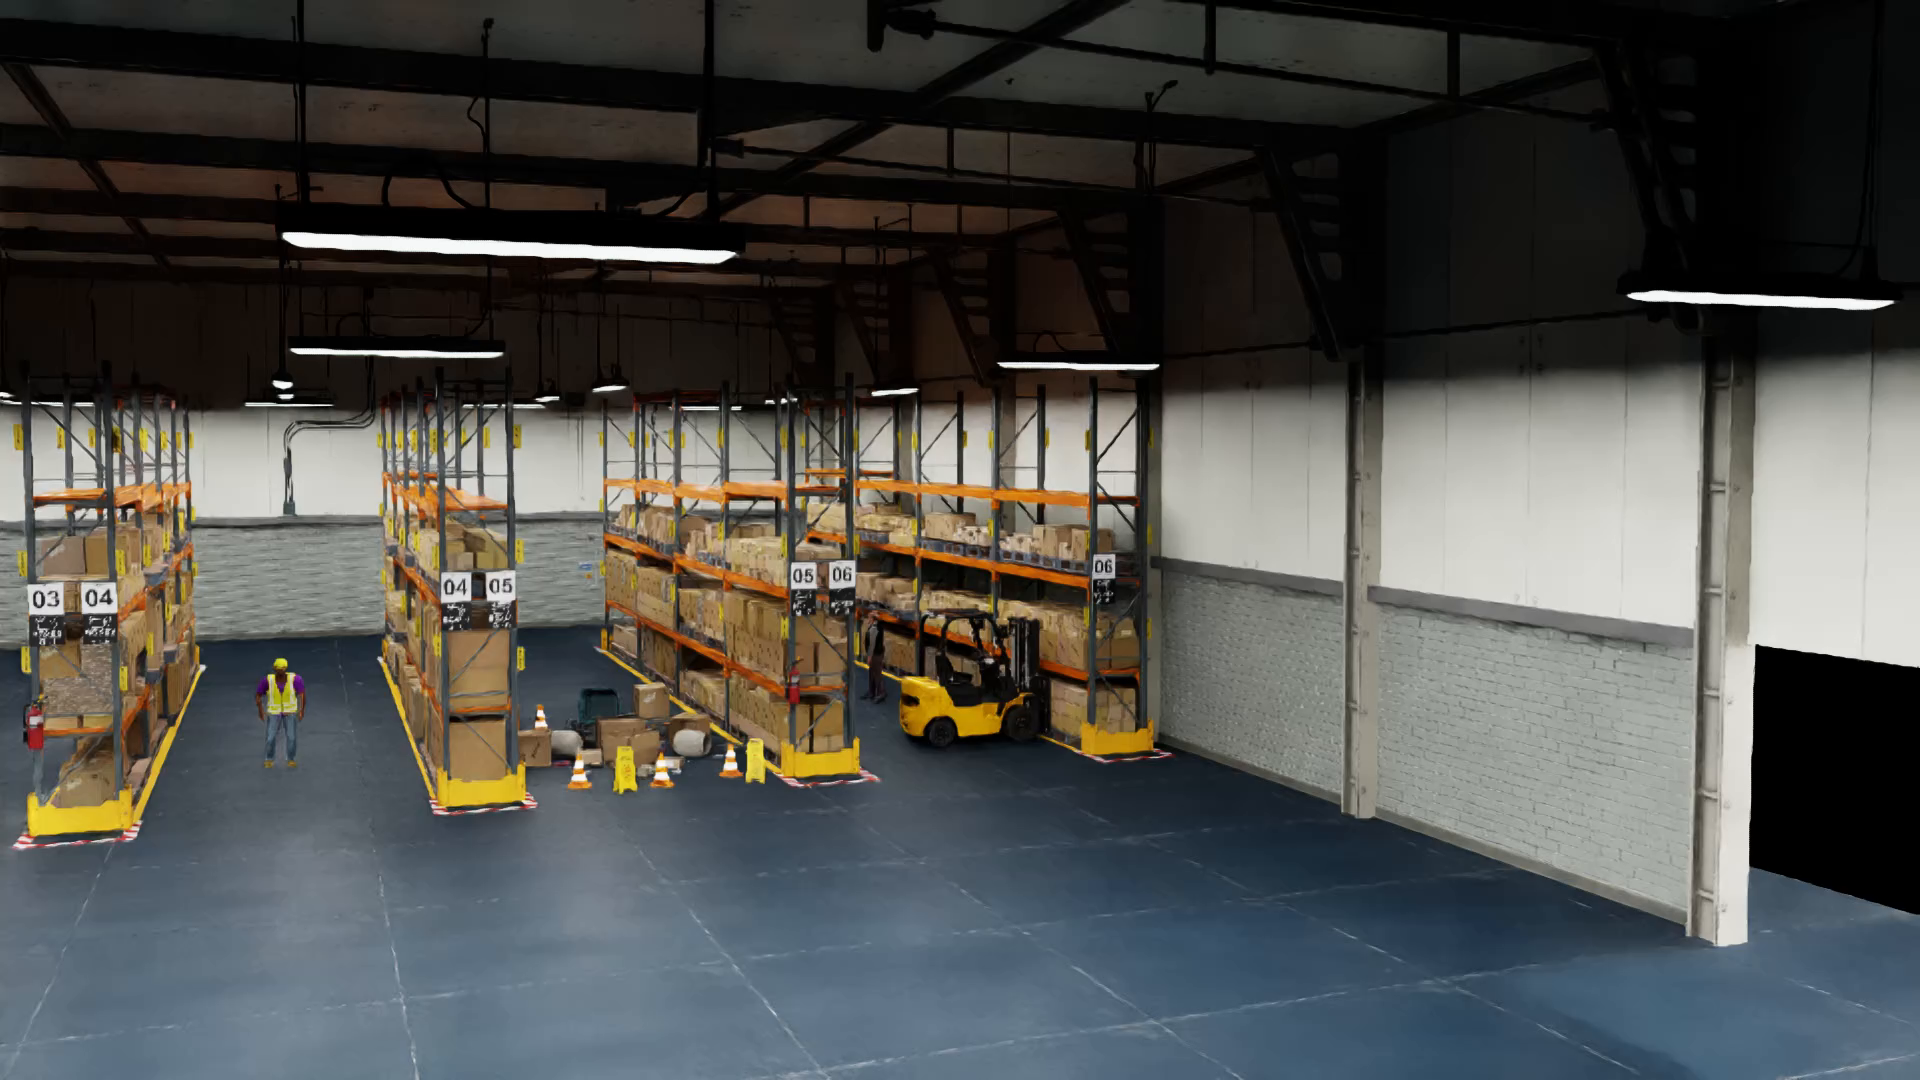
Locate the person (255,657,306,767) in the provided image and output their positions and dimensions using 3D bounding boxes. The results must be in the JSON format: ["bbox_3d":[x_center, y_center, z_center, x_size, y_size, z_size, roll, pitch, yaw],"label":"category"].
[{"bbox_3d":[-10.343,2.629,25.336,0.719,1.714,0.578,-1,4,-22],"label":"person"}]

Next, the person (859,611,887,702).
[{"bbox_3d":[-1.673,2.209,31.891,0.574,1.718,0.626,0,3,5],"label":"person"}]
